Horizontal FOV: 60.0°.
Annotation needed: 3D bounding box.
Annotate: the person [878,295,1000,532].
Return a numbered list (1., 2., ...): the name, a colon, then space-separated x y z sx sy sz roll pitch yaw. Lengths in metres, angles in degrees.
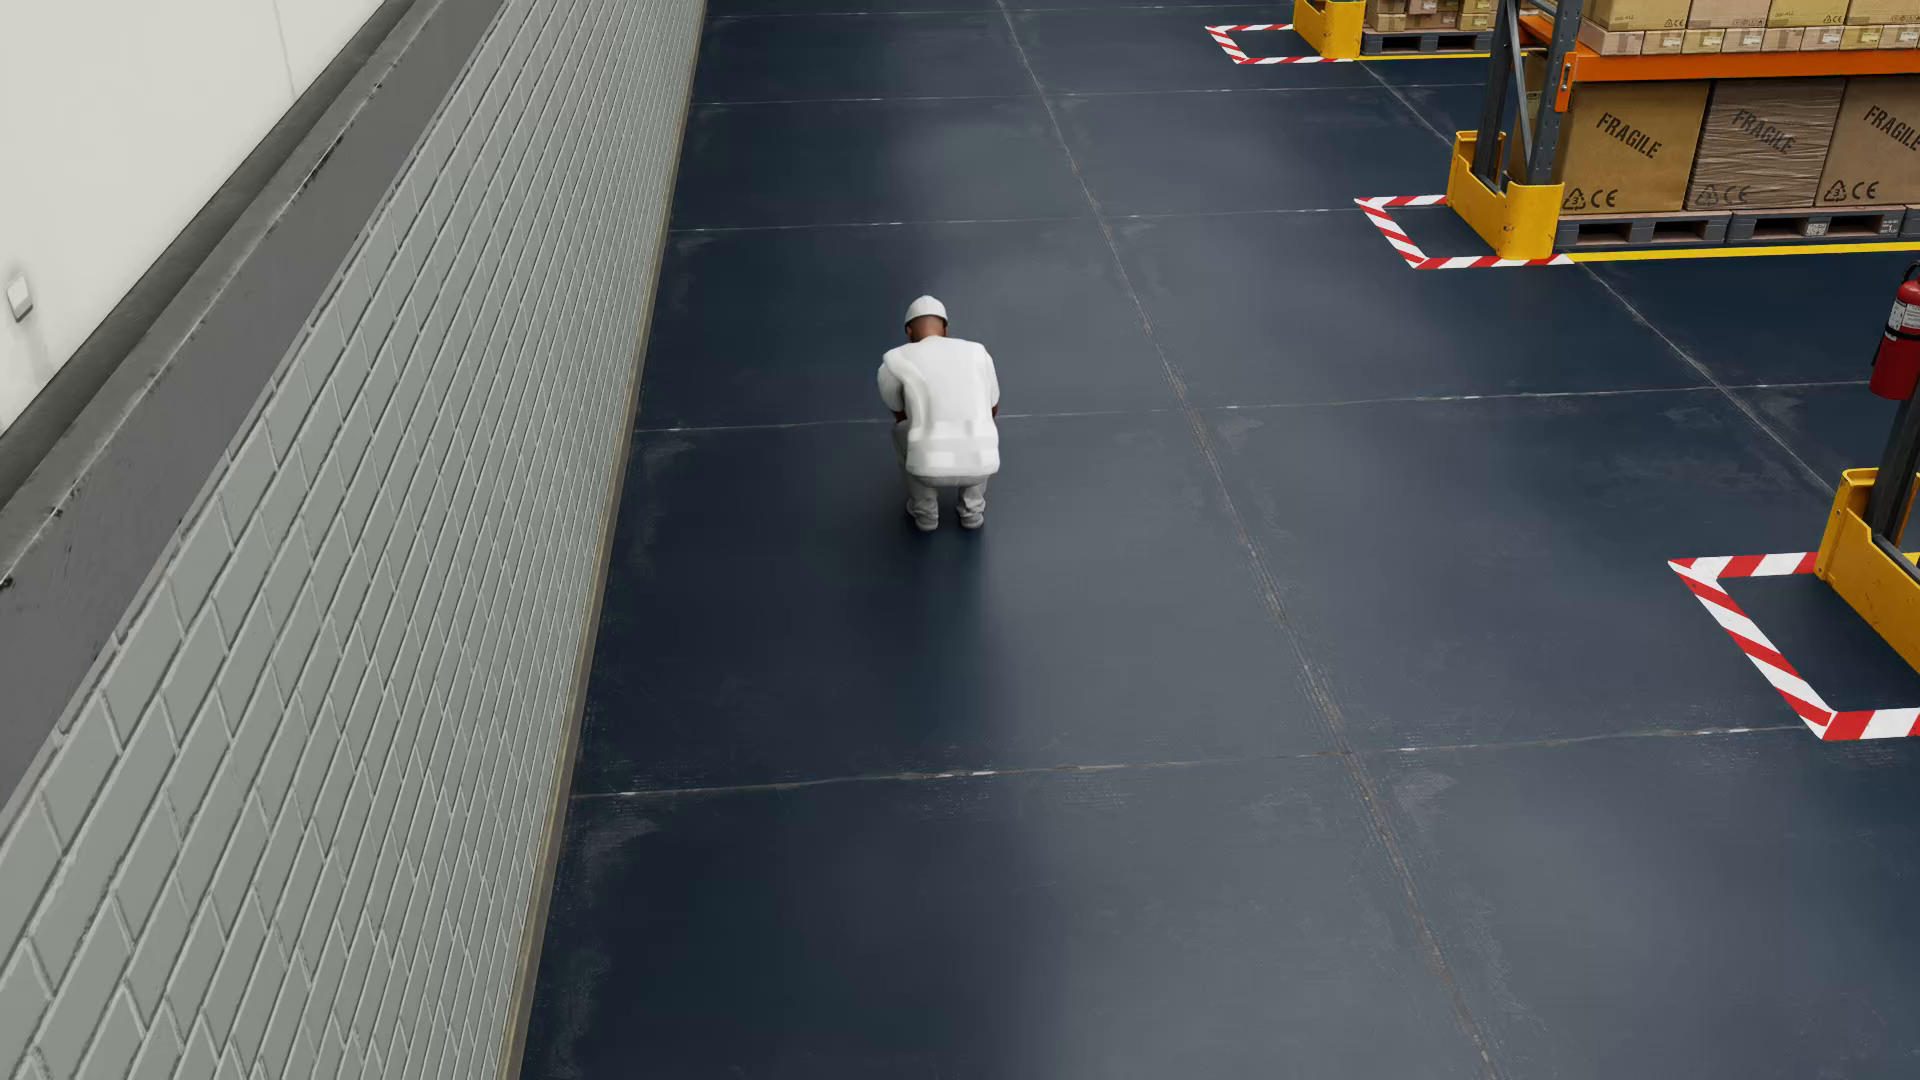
1. person: -0.089 -0.586 7.847 0.588 0.996 0.858 -3 31 -5
